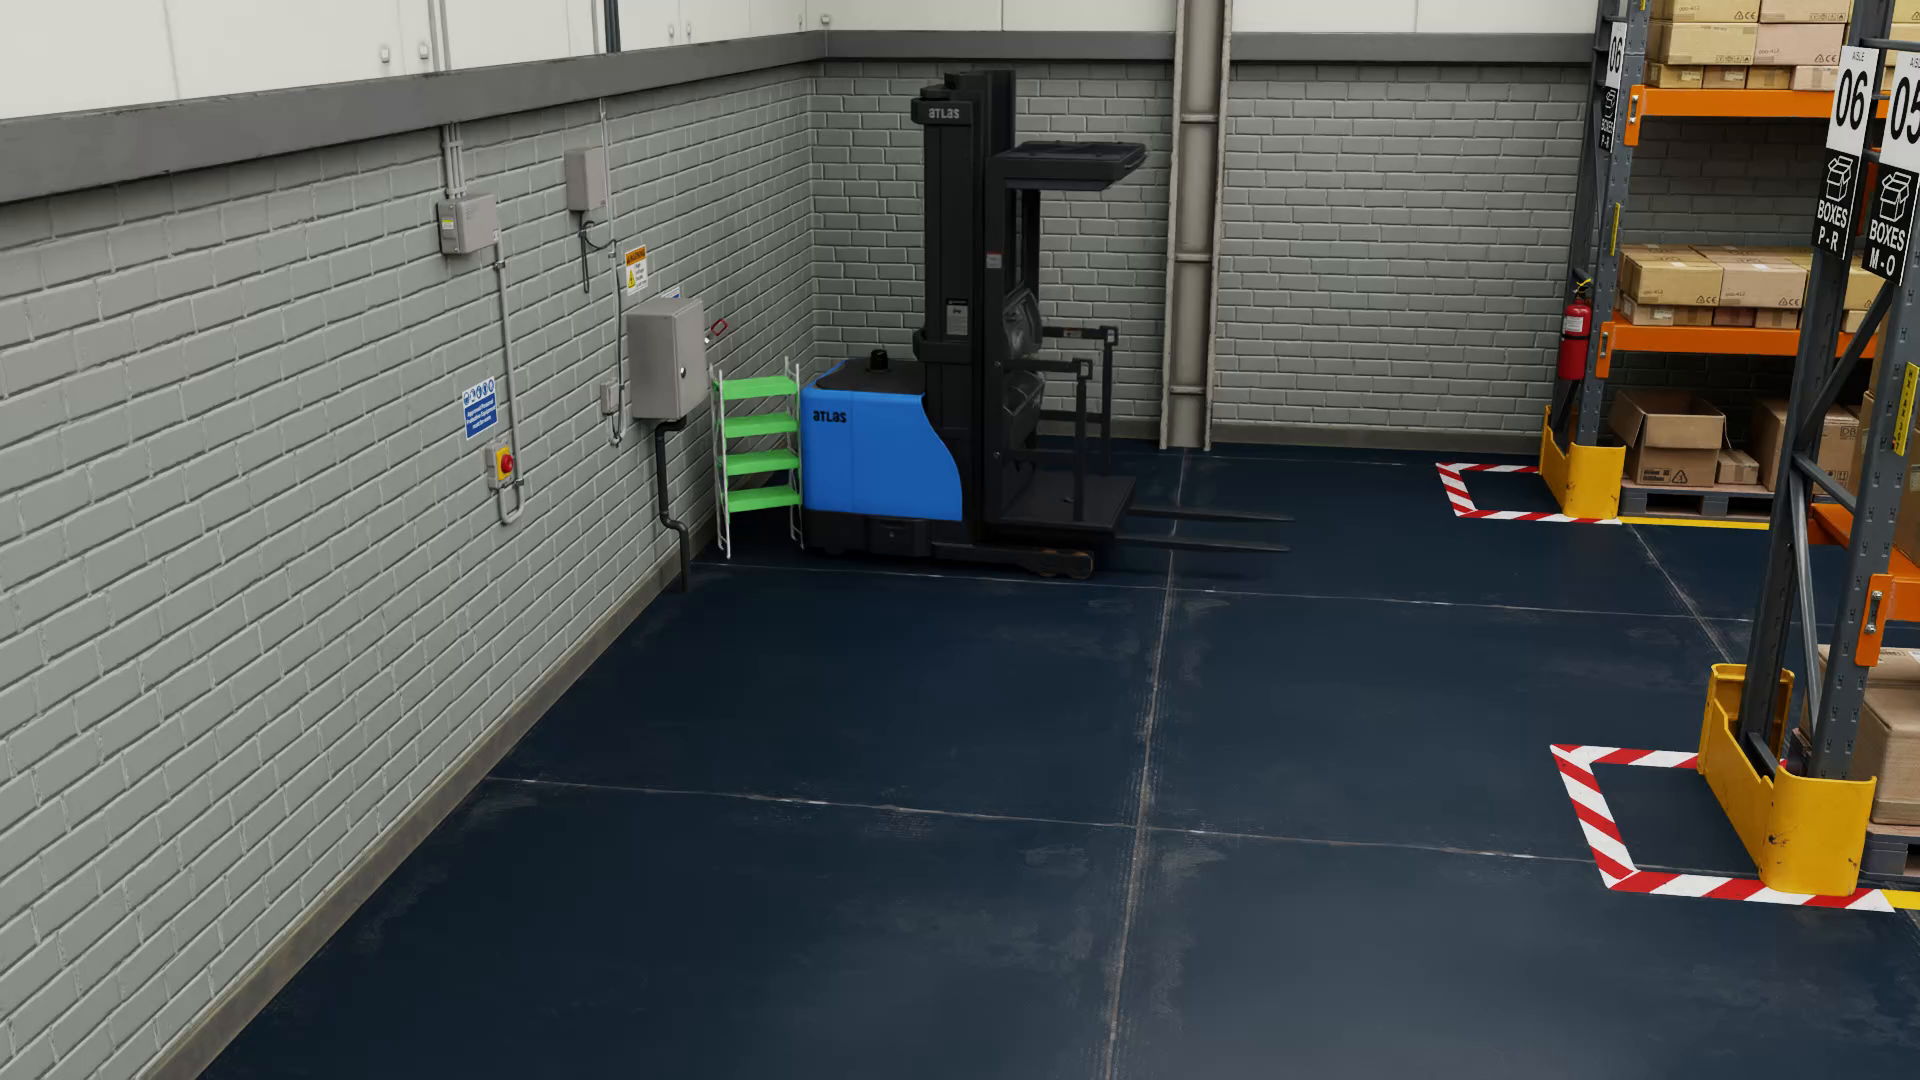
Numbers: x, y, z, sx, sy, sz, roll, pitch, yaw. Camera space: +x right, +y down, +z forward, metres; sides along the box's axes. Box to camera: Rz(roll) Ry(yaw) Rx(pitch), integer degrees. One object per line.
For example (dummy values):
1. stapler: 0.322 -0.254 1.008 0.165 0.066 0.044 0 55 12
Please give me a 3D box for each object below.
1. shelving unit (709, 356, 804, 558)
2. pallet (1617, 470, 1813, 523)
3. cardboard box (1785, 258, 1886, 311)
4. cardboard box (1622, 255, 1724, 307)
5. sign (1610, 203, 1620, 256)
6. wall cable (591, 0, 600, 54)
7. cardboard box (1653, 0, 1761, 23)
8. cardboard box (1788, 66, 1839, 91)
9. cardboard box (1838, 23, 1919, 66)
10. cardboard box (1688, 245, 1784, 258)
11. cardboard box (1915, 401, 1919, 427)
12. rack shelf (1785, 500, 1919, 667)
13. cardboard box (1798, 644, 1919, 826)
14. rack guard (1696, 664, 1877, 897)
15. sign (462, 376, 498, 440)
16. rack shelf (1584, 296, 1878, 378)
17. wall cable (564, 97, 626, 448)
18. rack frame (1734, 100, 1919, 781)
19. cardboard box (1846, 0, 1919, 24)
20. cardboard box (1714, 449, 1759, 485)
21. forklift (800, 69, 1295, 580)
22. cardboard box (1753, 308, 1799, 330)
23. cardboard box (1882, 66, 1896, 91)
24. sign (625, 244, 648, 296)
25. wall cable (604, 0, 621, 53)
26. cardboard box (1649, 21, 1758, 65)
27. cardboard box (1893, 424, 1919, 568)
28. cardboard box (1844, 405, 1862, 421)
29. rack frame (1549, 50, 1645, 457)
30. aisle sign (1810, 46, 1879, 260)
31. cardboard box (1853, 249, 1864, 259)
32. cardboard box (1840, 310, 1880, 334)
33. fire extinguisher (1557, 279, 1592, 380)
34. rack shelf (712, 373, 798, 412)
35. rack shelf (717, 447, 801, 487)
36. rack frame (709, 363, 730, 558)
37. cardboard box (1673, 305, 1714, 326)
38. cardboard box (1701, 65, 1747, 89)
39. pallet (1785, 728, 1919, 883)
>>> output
1. shelving unit: -1.276 -0.523 10.475 0.503 1.200 0.258 -8 20 -22
2. pallet: 5.148 -0.386 11.624 1.213 0.211 1.003 3 19 9
3. cardboard box: 5.689 -1.665 10.820 0.500 0.250 0.500 3 19 8
4. cardboard box: 4.691 -1.715 10.968 0.500 0.250 0.500 3 19 9
5. sign: 4.199 -1.993 10.667 0.005 0.325 0.100 3 19 9
6. wall cable: -2.037 -3.475 7.008 0.029 3.000 2.355 3 19 9
7. cardboard box: 4.684 -3.381 10.432 0.500 0.250 0.500 3 19 8
8. cardboard box: 5.307 -2.899 10.407 0.250 0.149 0.380 3 19 10
9. cardboard box: 5.689 -3.088 10.344 0.500 0.250 0.500 2 19 7
10. cardboard box: 5.291 -1.856 11.389 0.500 0.250 0.500 3 19 9
11. cardboard box: 3.930 -0.605 6.151 0.500 0.500 0.500 3 19 7
12. rack shelf: 5.476 0.245 6.477 4.000 0.370 1.077 3 19 9
13. cardboard box: 4.169 0.821 6.998 0.875 0.438 0.875 2 19 7
14. rack guard: 3.478 0.987 7.064 0.348 0.500 1.175 3 19 9
15. sign: -2.137 -0.589 7.412 0.001 0.218 0.327 3 19 9
16. rack shelf: 6.260 -1.310 11.126 4.000 0.370 1.077 3 19 9
17. wall cable: -1.856 -1.400 8.659 0.122 1.984 0.588 3 19 9
18. rack frame: 3.502 -0.197 6.664 0.127 3.000 1.000 3 19 9
19. cardboard box: 5.681 -3.328 10.275 0.500 0.250 0.500 3 19 8
20. cardboard box: 5.288 -0.505 11.417 0.250 0.149 0.380 2 19 6
21. forklift: 0.573 -1.333 10.168 3.031 2.935 1.130 4 19 13
22. cardboard box: 5.330 -1.498 10.948 0.250 0.149 0.380 4 19 10
23. cardboard box: 5.820 -2.895 10.395 0.250 0.149 0.380 3 19 8
24. sign: -1.805 -1.509 9.284 0.001 0.242 0.339 3 19 9
25. wall cable: -1.558 -4.364 9.604 0.133 3.039 2.988 3 19 9
26. cardboard box: 4.680 -3.137 10.490 0.500 0.250 0.500 3 19 8
27. cardboard box: 3.930 -0.130 6.307 0.500 0.500 0.500 3 19 8
28. cardboard box: 6.218 -0.592 11.123 0.500 0.500 0.500 3 19 10
29. rack frame: 4.285 -1.752 11.312 0.127 3.000 1.000 3 19 9
30. aisle sign: 3.480 -1.530 6.553 0.004 0.787 0.394 3 19 9
31. cardboard box: 6.295 -1.803 11.232 0.500 0.250 0.500 3 19 9
32. cardboard box: 5.831 -1.450 10.805 0.250 0.149 0.380 2 19 7
33. fire extinguisher: 4.067 -1.401 10.973 0.183 0.674 0.296 3 19 9
34. rack shelf: -1.276 -0.918 10.343 0.480 0.148 0.258 -8 20 -22
35. rack shelf: -1.276 -0.462 10.495 0.480 0.148 0.258 -8 20 -22
36. rack frame: -1.500 -0.492 10.384 0.015 1.200 0.240 -8 20 -22
37. cardboard box: 4.825 -1.532 11.051 0.250 0.149 0.380 3 19 10
38. cardboard box: 4.826 -2.962 10.596 0.250 0.149 0.380 3 19 10
39. pallet: 4.304 1.141 7.060 1.213 0.211 1.003 3 19 9
